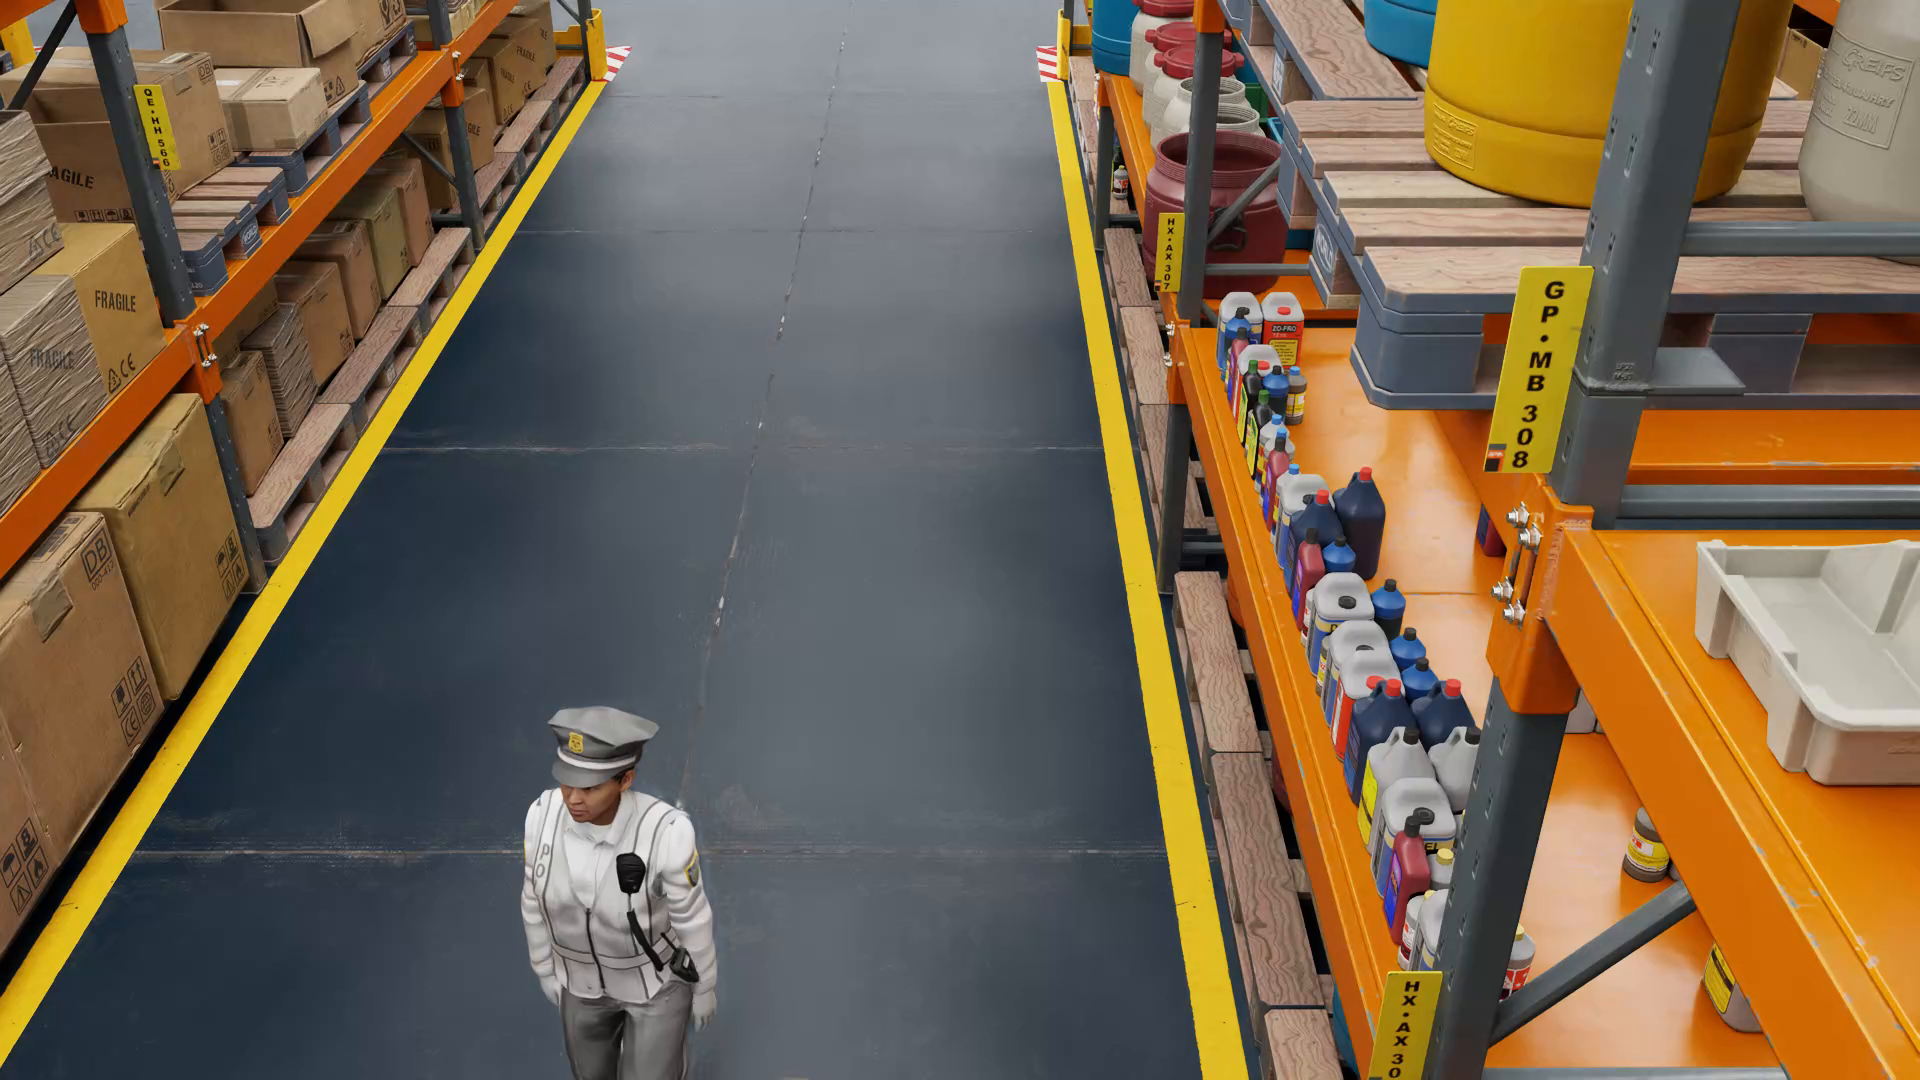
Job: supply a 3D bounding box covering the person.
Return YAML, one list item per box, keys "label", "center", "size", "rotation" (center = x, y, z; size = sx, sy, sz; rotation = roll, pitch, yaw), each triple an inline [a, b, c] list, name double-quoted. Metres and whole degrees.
- label: "person"
  center: [-0.862, 1.080, 4.330]
  size: [0.501, 1.656, 0.746]
  rotation: [7, 32, 12]
